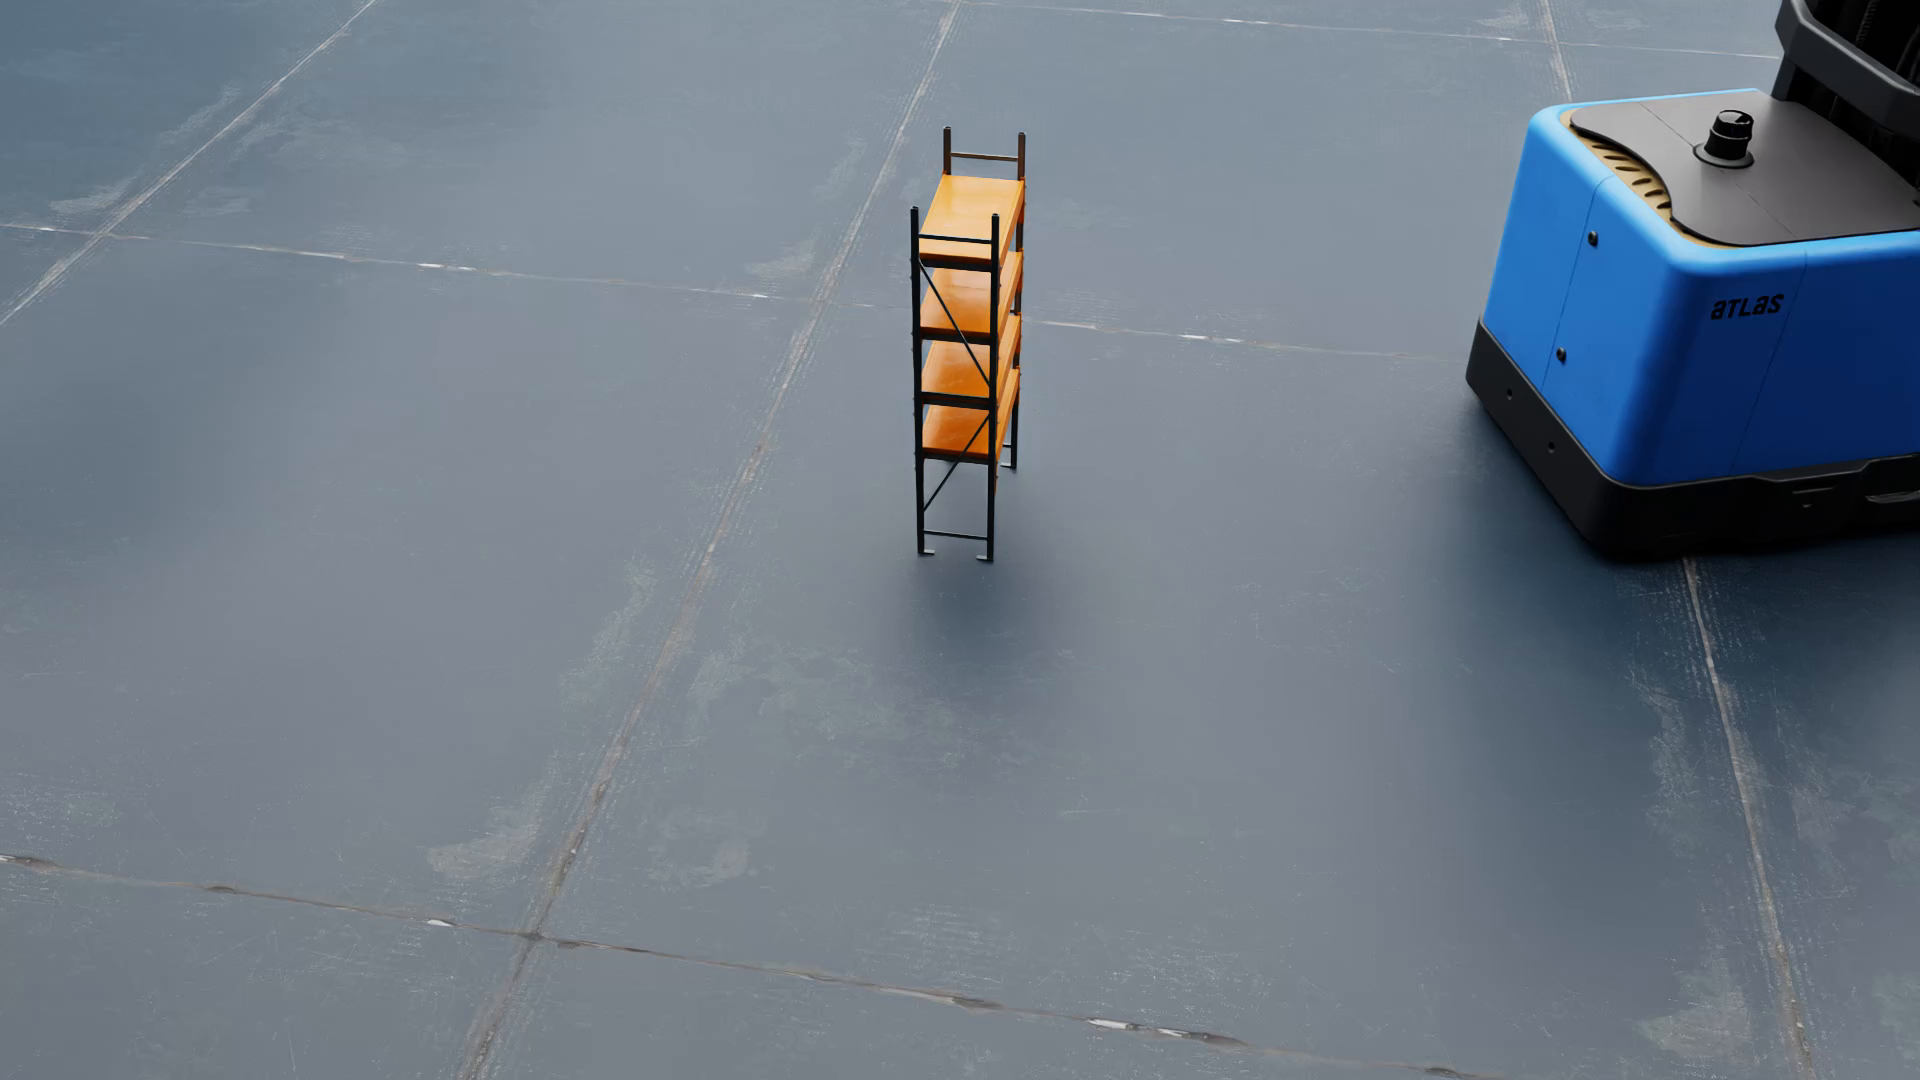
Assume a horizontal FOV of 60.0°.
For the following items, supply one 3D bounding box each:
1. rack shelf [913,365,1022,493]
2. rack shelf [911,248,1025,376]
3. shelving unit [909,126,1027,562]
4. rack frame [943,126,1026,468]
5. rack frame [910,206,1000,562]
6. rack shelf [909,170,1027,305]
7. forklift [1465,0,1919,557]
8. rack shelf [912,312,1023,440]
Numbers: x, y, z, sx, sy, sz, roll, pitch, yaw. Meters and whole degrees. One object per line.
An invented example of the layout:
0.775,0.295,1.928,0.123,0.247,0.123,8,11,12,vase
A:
0.029,-0.361,5.163,0.258,0.148,0.480,6,40,8,rack shelf
0.029,-0.687,4.894,0.258,0.148,0.480,6,40,8,rack shelf
0.029,-0.566,4.993,0.258,1.200,0.503,6,40,8,shelving unit
0.071,-0.719,5.179,0.240,1.200,0.015,6,40,8,rack frame
-0.014,-0.413,4.808,0.240,1.200,0.015,6,40,8,rack frame
0.029,-0.869,4.743,0.258,0.148,0.480,6,40,8,rack shelf
3.336,-1.539,4.811,3.031,2.935,1.130,-7,40,-8,forklift
0.029,-0.514,5.036,0.258,0.148,0.480,6,40,8,rack shelf
